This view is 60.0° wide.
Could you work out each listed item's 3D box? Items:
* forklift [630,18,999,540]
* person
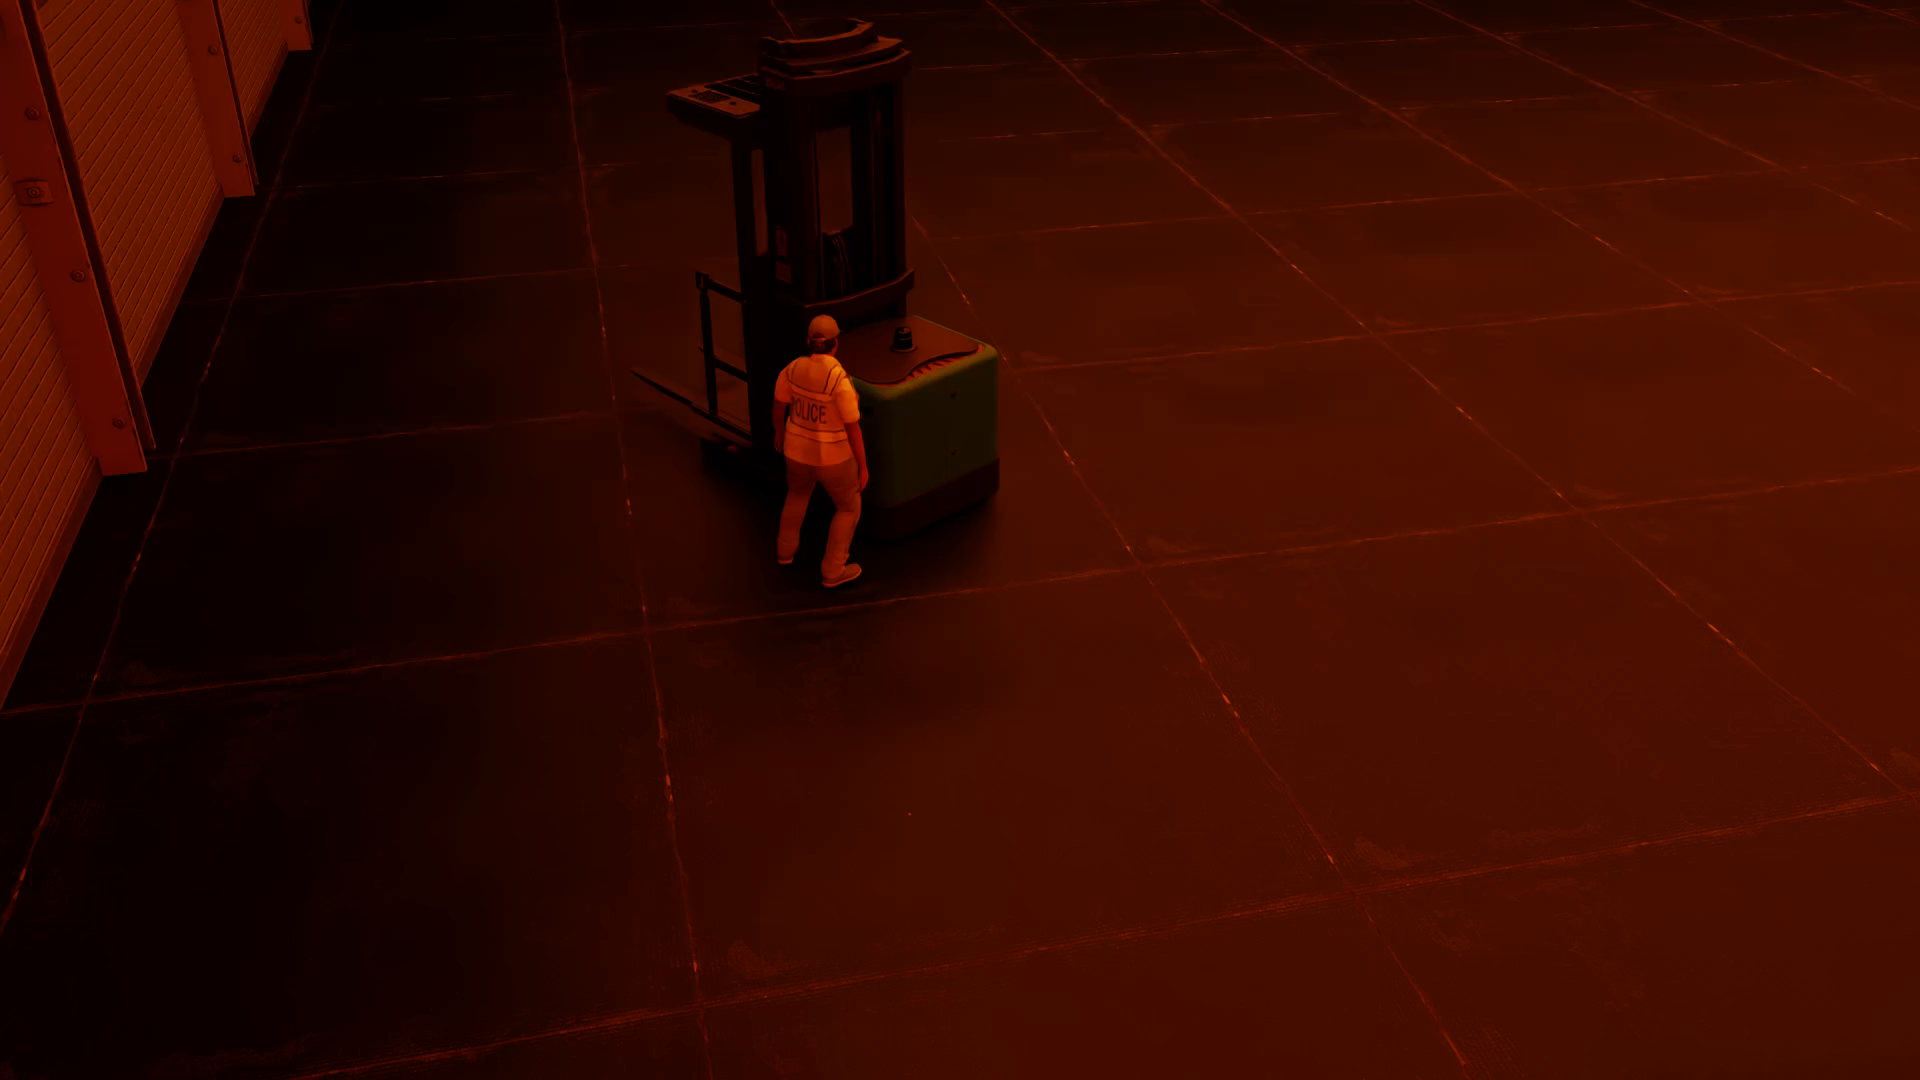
[{"bbox_3d":[-1.133,-1.908,10.871,1.130,2.935,3.031,-26,39,-37],"label":"forklift"},{"bbox_3d":[-0.822,-0.529,9.708,0.778,1.638,0.457,17,34,26],"label":"person"}]
